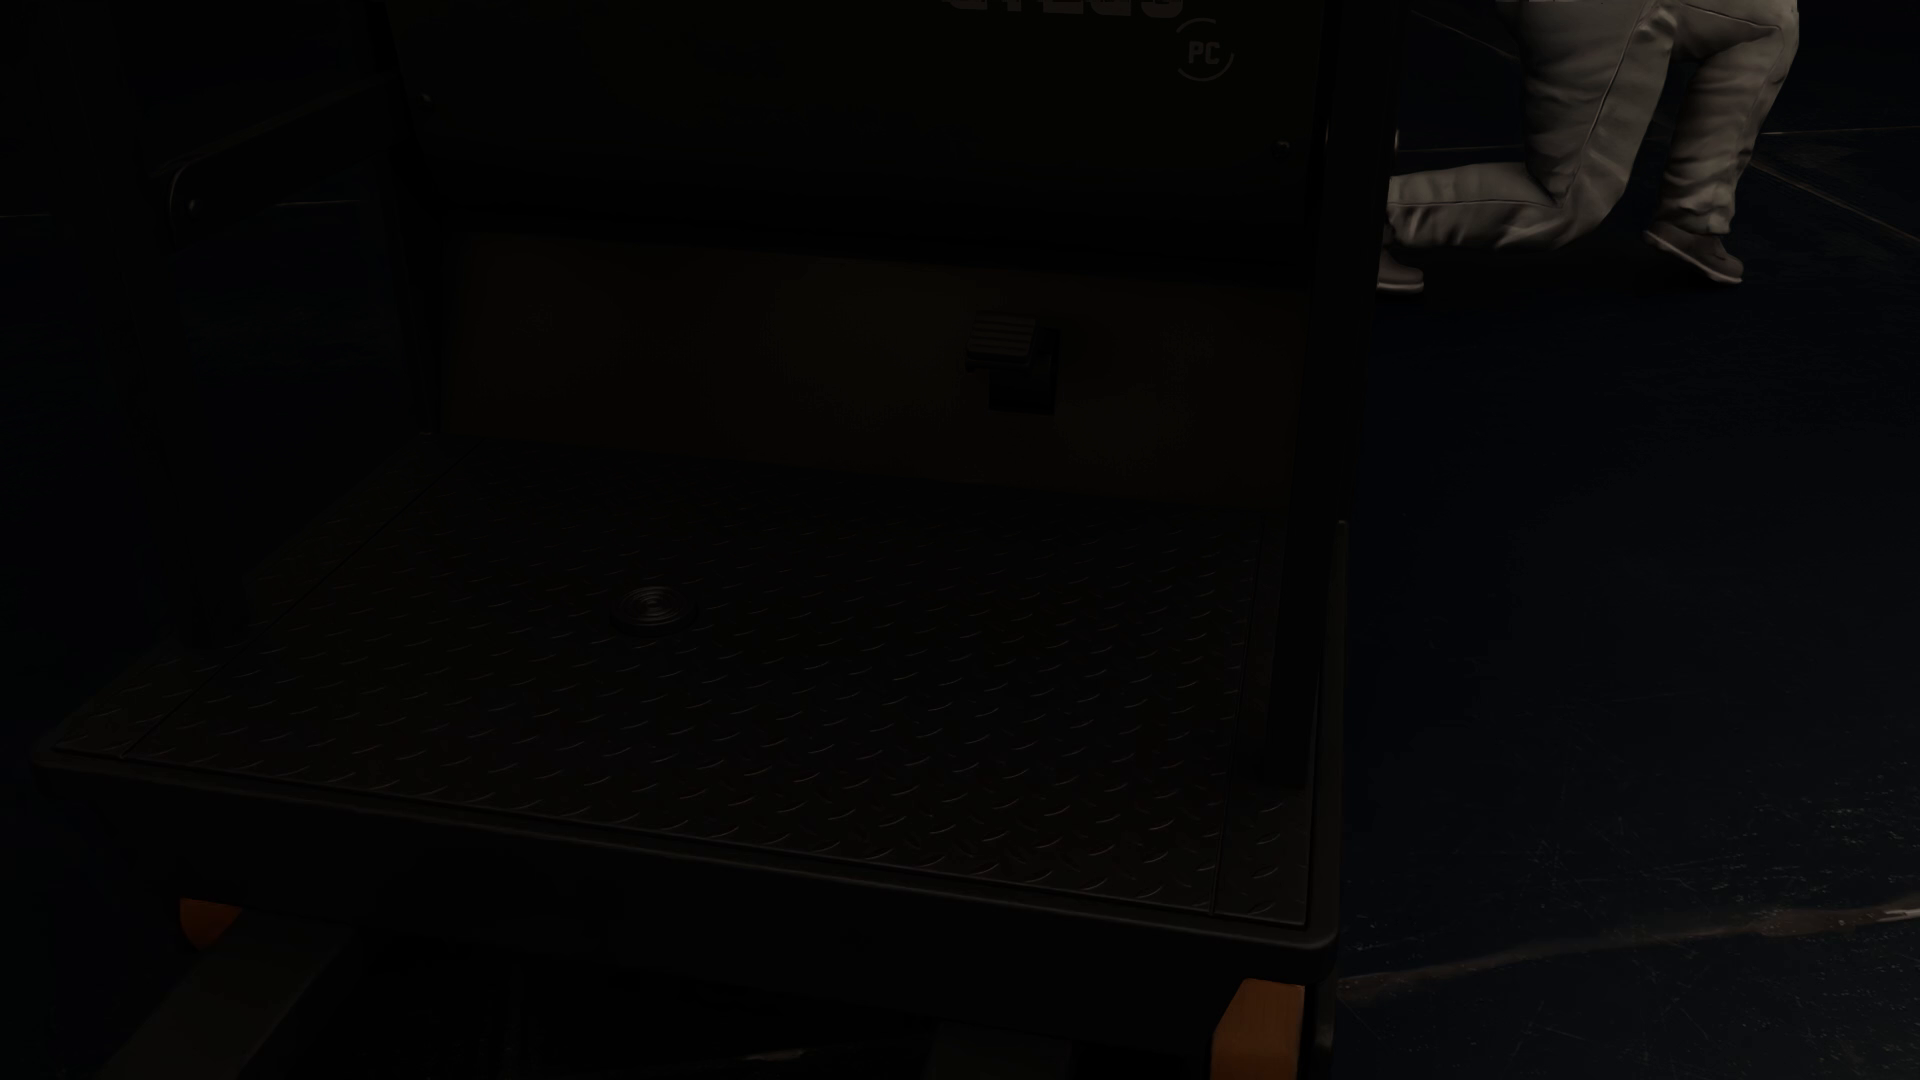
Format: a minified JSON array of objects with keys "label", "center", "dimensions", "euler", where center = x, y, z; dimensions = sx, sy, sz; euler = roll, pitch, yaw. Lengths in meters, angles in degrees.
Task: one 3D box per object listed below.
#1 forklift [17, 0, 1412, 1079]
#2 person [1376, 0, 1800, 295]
[{"label":"forklift","center":[-0.159,-0.958,1.179],"dimensions":[1.130,2.935,3.031],"euler":[6,29,11]},{"label":"person","center":[1.179,-1.211,3.324],"dimensions":[0.946,1.383,0.857],"euler":[-3,28,-6]}]
